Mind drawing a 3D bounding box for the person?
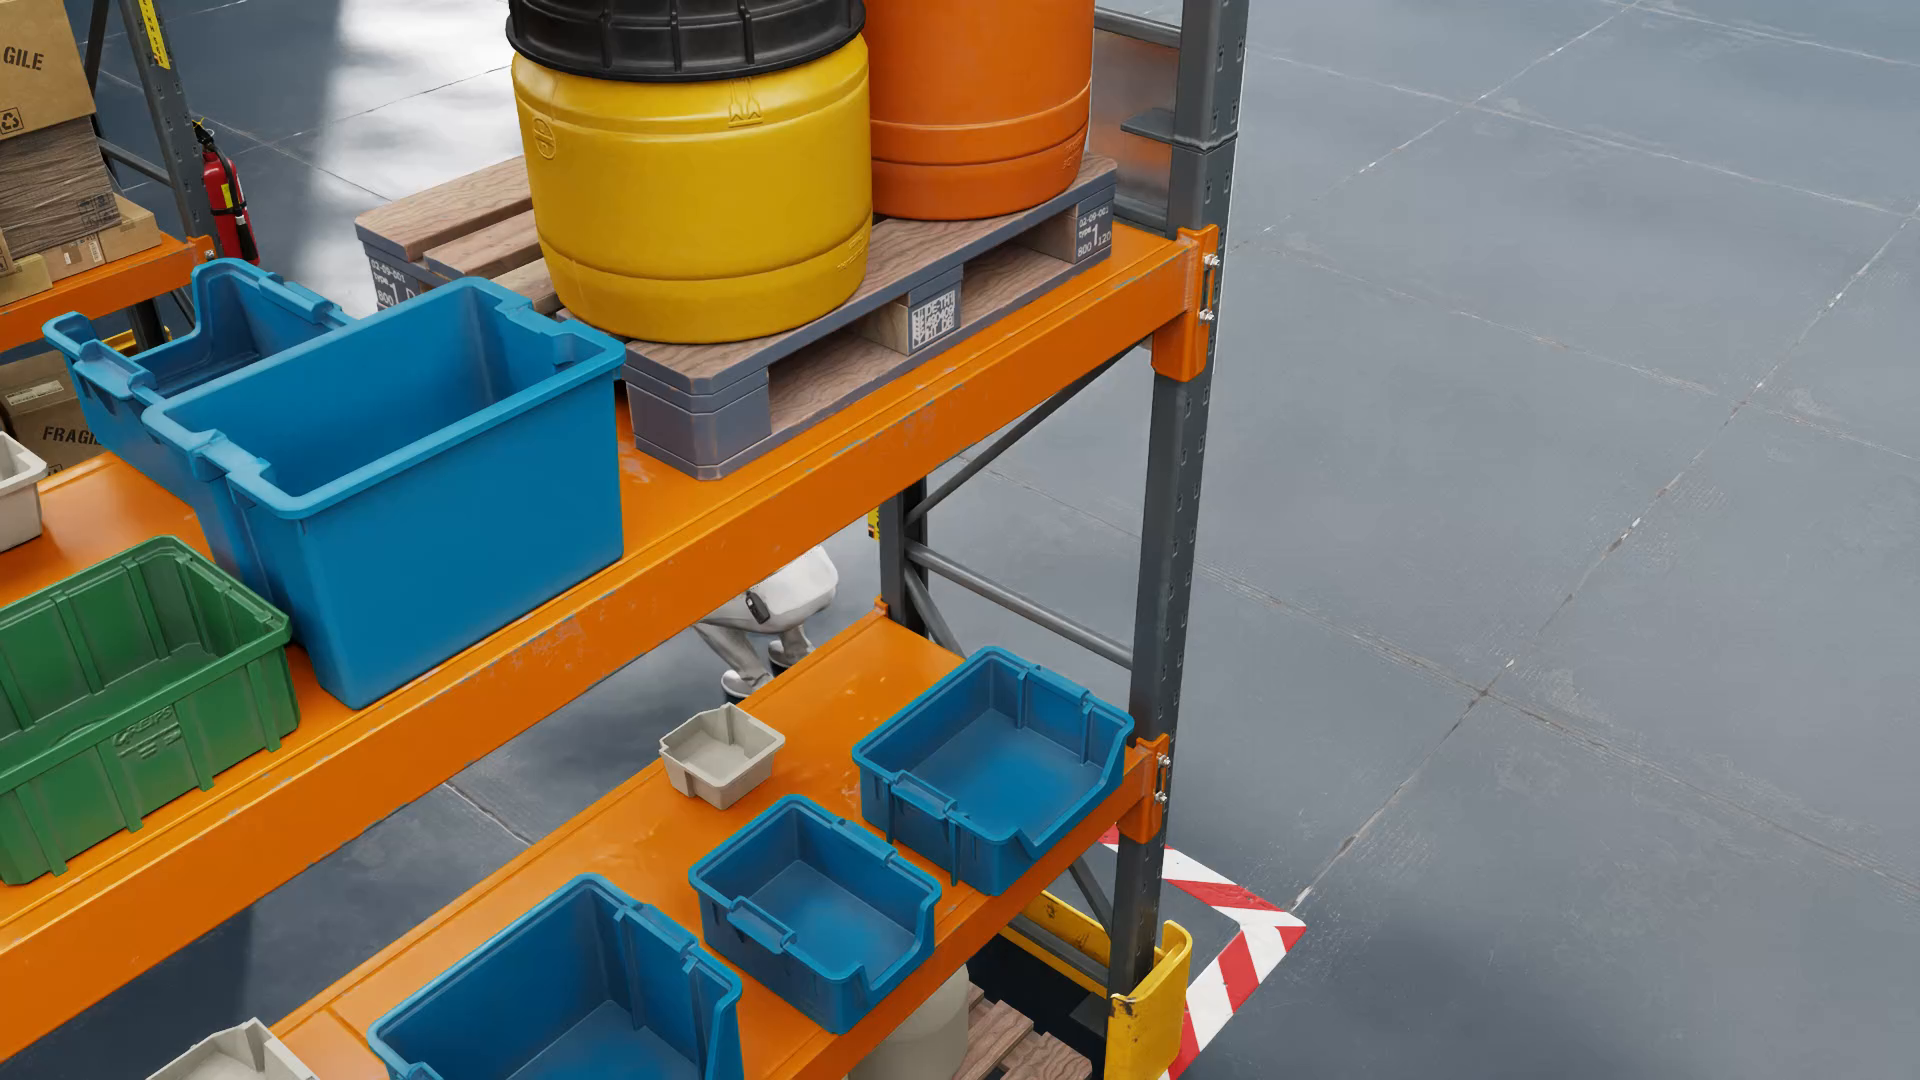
[{"bbox_3d":[-0.878,0.120,6.579,0.855,0.981,0.459,25,42,30],"label":"person"}]
